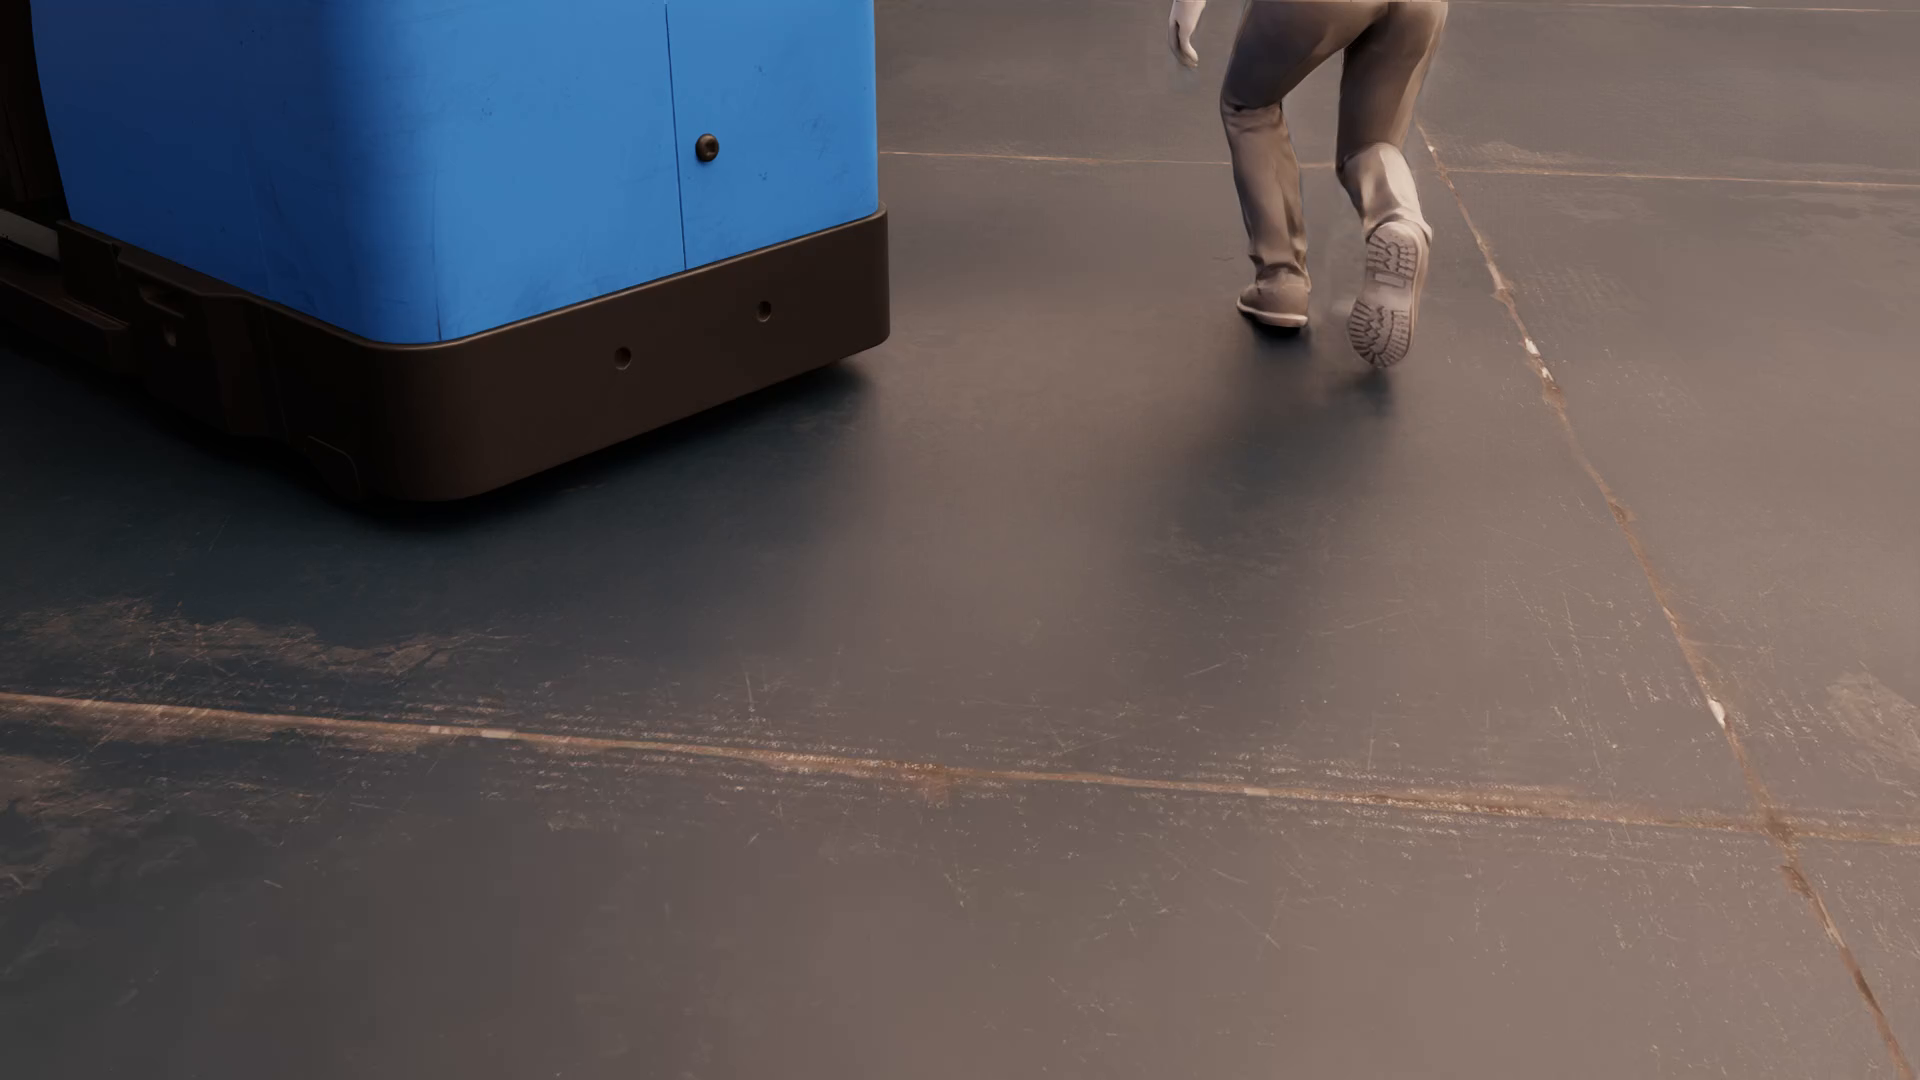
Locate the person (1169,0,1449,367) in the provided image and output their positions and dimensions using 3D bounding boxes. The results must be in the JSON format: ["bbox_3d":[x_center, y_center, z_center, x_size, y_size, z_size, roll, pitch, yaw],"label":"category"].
[{"bbox_3d":[0.655,-1.048,3.012,0.628,1.458,0.671,-9,28,-17],"label":"person"}]

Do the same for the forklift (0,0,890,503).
[{"bbox_3d":[-1.576,-1.901,3.028,3.031,2.935,1.130,21,33,36],"label":"forklift"}]
